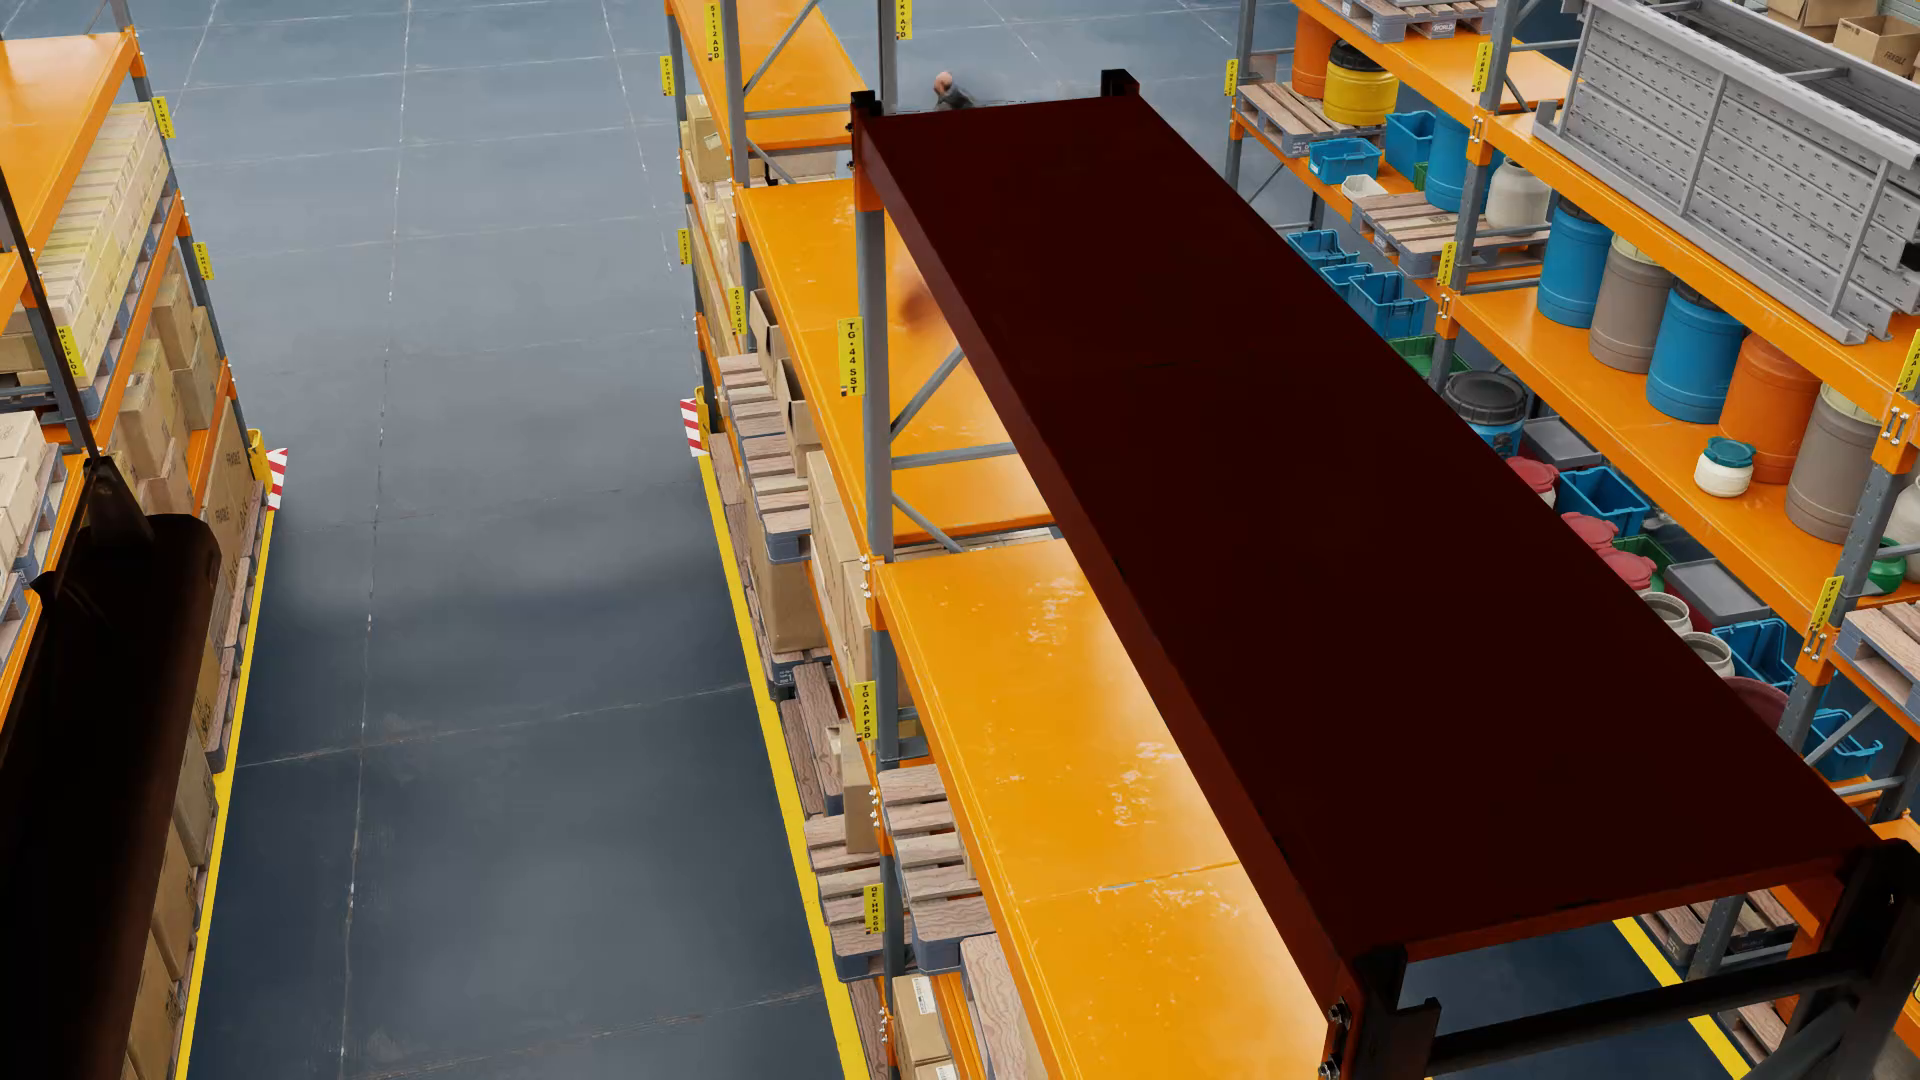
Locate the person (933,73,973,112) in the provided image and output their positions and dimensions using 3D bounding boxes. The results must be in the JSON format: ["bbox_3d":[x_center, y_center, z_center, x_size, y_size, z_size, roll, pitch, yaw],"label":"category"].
[{"bbox_3d":[-0.155,-4.636,19.362,0.670,1.656,0.648,6,35,9],"label":"person"}]

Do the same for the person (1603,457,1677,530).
[{"bbox_3d":[5.753,-0.909,13.972,0.729,1.730,1.053,-18,39,-25],"label":"person"}]
